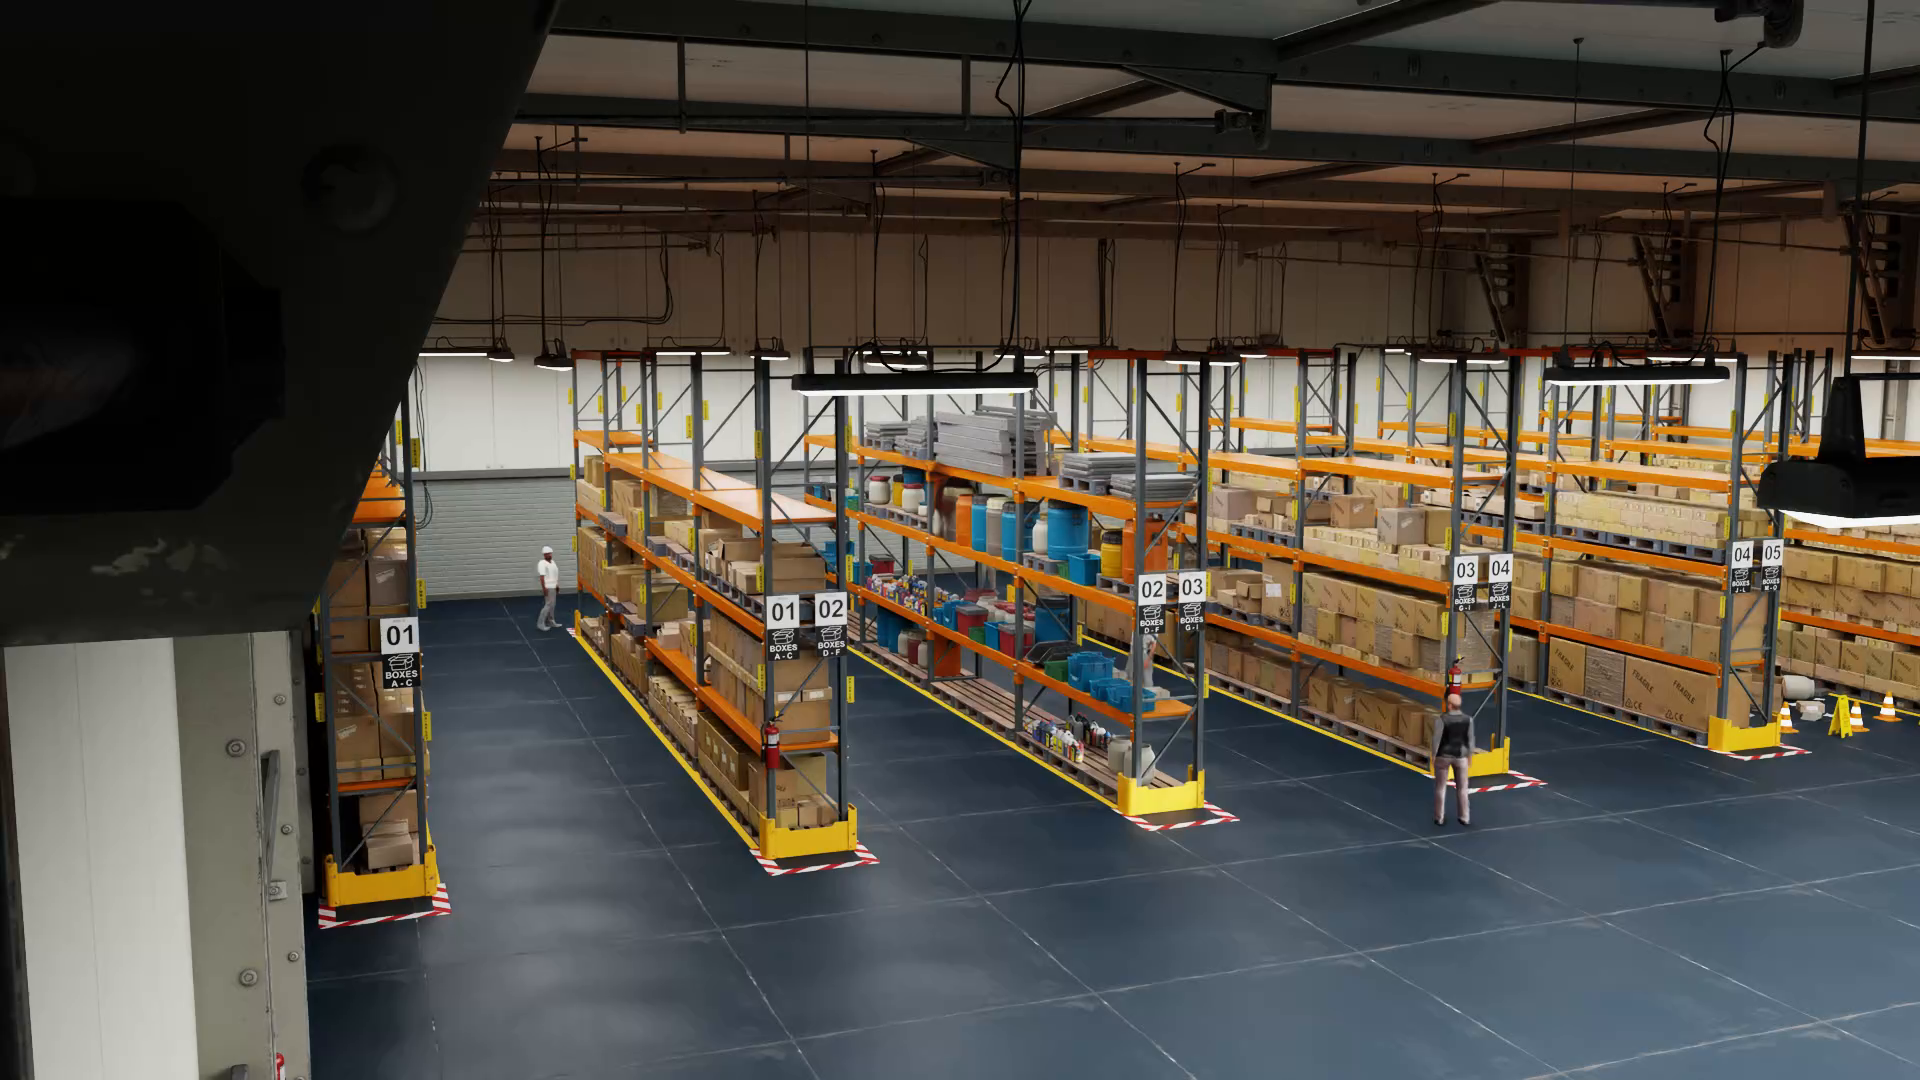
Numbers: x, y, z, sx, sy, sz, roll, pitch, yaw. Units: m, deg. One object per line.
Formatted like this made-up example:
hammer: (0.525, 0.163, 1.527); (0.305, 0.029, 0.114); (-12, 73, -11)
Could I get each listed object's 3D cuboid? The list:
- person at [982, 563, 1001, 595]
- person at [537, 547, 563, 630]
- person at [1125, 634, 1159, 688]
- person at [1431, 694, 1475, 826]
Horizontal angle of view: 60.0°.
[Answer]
person: (0.684, 0.479, 40.241); (0.567, 1.737, 0.410); (-6, 9, -39)
person: (-8.837, 1.021, 35.743); (0.511, 1.772, 0.608); (-1, 7, -7)
person: (3.109, 1.955, 28.160); (0.475, 1.772, 0.645); (-5, 9, -36)
person: (6.352, 2.820, 21.442); (0.539, 1.726, 0.447); (2, 7, 17)
